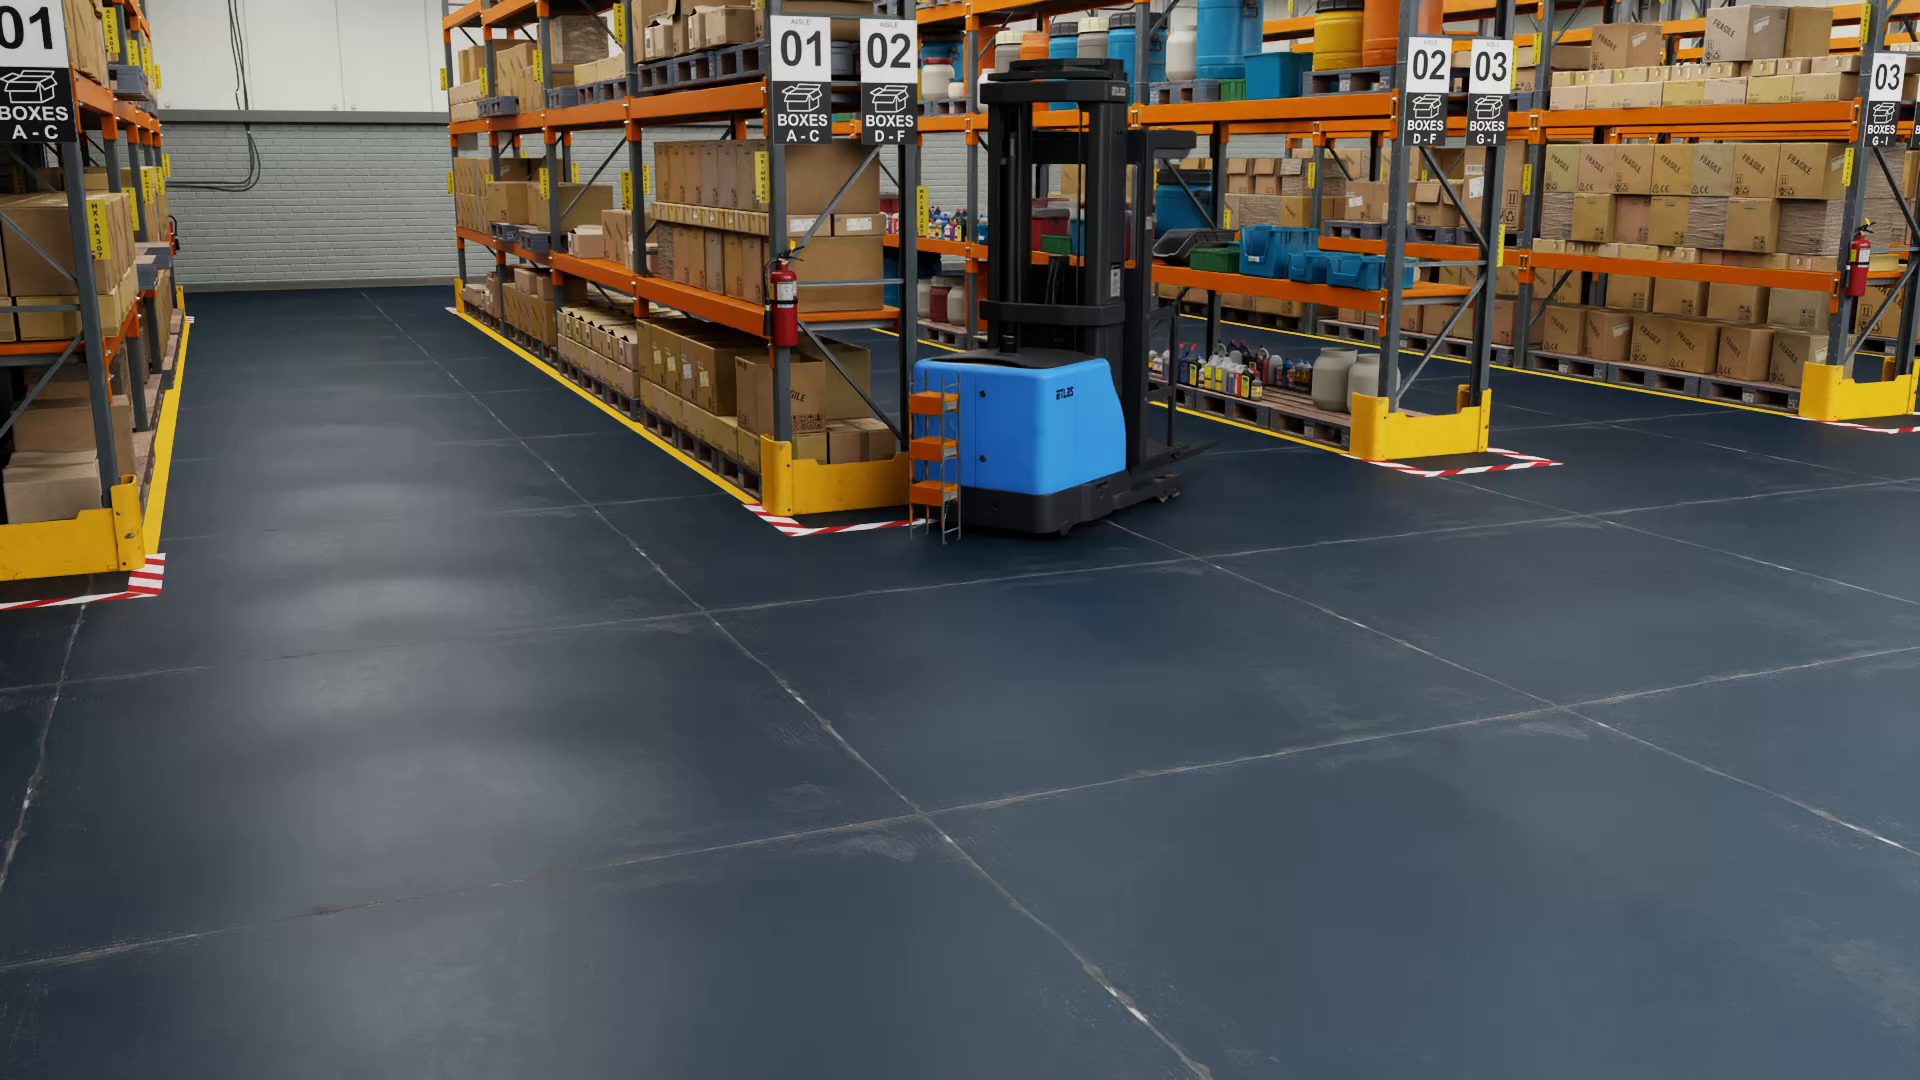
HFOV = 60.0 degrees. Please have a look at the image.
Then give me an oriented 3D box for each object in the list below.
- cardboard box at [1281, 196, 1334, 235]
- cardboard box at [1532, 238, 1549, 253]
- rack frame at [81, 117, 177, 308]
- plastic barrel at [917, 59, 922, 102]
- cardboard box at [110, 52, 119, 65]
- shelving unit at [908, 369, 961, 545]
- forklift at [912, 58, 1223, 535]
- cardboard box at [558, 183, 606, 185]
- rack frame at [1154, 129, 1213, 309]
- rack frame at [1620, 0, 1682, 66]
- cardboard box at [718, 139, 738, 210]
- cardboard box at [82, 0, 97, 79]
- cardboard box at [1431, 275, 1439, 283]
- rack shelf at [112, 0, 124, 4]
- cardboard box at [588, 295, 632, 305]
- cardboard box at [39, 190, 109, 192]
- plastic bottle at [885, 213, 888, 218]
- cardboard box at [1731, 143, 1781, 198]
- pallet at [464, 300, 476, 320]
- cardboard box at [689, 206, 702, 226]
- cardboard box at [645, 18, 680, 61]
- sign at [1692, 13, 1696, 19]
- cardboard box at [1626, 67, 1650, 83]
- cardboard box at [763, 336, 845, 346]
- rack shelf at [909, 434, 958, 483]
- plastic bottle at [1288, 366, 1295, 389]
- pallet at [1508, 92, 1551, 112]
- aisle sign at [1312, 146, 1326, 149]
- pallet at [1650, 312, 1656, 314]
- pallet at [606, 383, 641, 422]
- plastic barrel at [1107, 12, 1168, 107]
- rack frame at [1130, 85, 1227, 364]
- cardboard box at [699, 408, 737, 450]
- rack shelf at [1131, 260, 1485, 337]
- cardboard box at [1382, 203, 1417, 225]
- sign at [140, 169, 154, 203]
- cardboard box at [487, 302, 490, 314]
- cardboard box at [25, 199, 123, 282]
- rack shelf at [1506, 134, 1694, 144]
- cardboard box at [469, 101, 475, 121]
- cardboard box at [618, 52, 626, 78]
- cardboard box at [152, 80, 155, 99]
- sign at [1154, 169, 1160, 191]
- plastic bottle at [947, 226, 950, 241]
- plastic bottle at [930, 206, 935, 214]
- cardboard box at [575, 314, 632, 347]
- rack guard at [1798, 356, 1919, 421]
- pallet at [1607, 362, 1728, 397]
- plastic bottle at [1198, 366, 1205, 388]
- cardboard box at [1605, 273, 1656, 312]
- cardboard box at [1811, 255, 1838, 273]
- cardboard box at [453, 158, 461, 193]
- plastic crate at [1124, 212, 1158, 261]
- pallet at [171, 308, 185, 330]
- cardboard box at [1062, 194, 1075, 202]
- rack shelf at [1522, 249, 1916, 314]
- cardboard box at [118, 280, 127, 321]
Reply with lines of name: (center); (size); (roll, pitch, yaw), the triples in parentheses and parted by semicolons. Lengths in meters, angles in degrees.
cardboard box: (4.680, -4.383, 22.431); (0.500, 0.500, 0.500); (-5, 14, -21)
cardboard box: (6.518, -3.234, 18.247); (0.380, 0.149, 0.250); (-6, 14, -23)
rack frame: (-11.715, -4.565, 23.441); (1.000, 3.000, 0.127); (-6, 14, -23)
plastic barrel: (-0.484, -6.221, 22.594); (0.600, 0.588, 0.600); (0, 13, 0)
cardboard box: (-9.579, -5.162, 18.171); (0.700, 0.500, 0.500); (-6, 14, -24)
shelving unit: (-0.156, -0.517, 10.275); (0.252, 1.050, 0.215); (8, 15, 32)
forklift: (0.912, -1.739, 11.384); (1.130, 2.935, 3.031); (8, 15, 32)
cardboard box: (-4.520, -3.940, 19.587); (0.700, 0.500, 0.500); (-3, 13, -12)
rack frame: (3.503, -5.081, 25.669); (1.000, 3.000, 0.127); (-6, 14, -23)
rack frame: (9.690, -7.604, 23.268); (1.000, 3.000, 0.127); (-6, 14, -23)
cardboard box: (-1.384, -2.709, 12.323); (0.700, 0.500, 0.500); (-6, 14, -23)
cardboard box: (-5.605, -3.092, 10.158); (0.500, 0.500, 0.500); (-5, 14, -20)
cardboard box: (8.236, -4.428, 28.239); (0.380, 0.149, 0.250); (-6, 14, -25)
rack shelf: (-7.710, -4.876, 13.964); (1.077, 0.370, 4.000); (-6, 14, -23)
cardboard box: (-4.109, -2.584, 19.451); (0.500, 0.500, 0.500); (-6, 14, -25)
cardboard box: (-8.065, -2.966, 15.335); (0.700, 0.500, 0.500); (-7, 15, -28)
plastic bottle: (-1.031, -4.339, 22.748); (0.097, 0.271, 0.097); (0, 13, 0)
cardboard box: (7.657, -3.476, 15.638); (0.500, 0.500, 0.500); (-6, 14, -23)
pallet: (-6.827, -3.474, 24.913); (1.003, 0.211, 1.213); (-6, 14, -23)
cardboard box: (-1.921, -2.560, 13.117); (0.380, 0.149, 0.250); (-6, 14, -25)
cardboard box: (-2.195, -3.985, 13.240); (0.500, 0.311, 0.500); (-6, 15, -26)
sign: (15.030, -10.619, 34.046); (0.100, 0.325, 0.005); (-6, 14, -23)
cardboard box: (6.978, -4.699, 16.816); (0.380, 0.149, 0.250); (-6, 14, -24)
cardboard box: (-1.194, -1.274, 12.725); (0.500, 0.500, 0.500); (-6, 14, -23)
rack shelf: (-0.156, -0.507, 10.277); (0.240, 0.259, 0.215); (8, 15, 32)
plastic bottle: (3.114, -1.520, 15.514); (0.097, 0.201, 0.097); (0, 13, 0)
pallet: (6.558, -4.935, 18.804); (1.213, 0.211, 1.003); (-6, 14, -23)
aisle sign: (6.731, -7.643, 30.975); (0.394, 0.787, 0.004); (-6, 14, -23)
pallet: (9.937, -3.153, 23.525); (1.003, 0.211, 1.213); (-6, 14, -23)
pallet: (-2.702, -1.324, 15.622); (1.003, 0.211, 1.213); (-6, 14, -23)
plastic barrel: (1.766, -4.772, 16.570); (0.600, 0.901, 0.708); (-6, 14, -23)
rack frame: (2.169, -2.980, 16.595); (1.000, 3.000, 0.127); (-6, 14, -23)
cardboard box: (-1.668, -0.862, 12.608); (0.500, 0.250, 0.500); (-6, 14, -23)
rack shelf: (2.970, -2.217, 14.891); (1.077, 0.370, 4.000); (-6, 14, -23)
cardboard box: (5.566, -4.019, 20.482); (0.500, 0.250, 0.500); (-6, 14, -25)
sign: (-8.017, -3.489, 16.398); (0.100, 0.325, 0.005); (-6, 14, -23)
cardboard box: (-6.269, -3.176, 22.788); (0.380, 0.149, 0.250); (-6, 14, -23)
cardboard box: (-5.612, -1.897, 10.540); (0.500, 0.500, 0.500); (-6, 14, -25)
rack shelf: (11.782, -7.500, 31.065); (1.077, 0.370, 4.000); (-6, 14, -23)
cardboard box: (-6.413, -5.858, 22.709); (0.500, 0.250, 0.500); (-6, 14, -23)
cardboard box: (-2.832, -4.368, 15.340); (0.500, 0.250, 0.500); (-7, 15, -28)
cardboard box: (-10.969, -5.972, 22.047); (0.500, 0.250, 0.500); (-6, 14, -25)
sign: (2.995, -5.491, 25.345); (0.100, 0.325, 0.005); (-6, 14, -23)
plastic bottle: (-0.108, -3.828, 20.699); (0.097, 0.201, 0.097); (0, 13, 0)
plastic bottle: (-0.368, -4.449, 23.049); (0.144, 0.351, 0.185); (-6, 14, -23)
cardboard box: (-3.612, -2.150, 16.932); (0.500, 0.311, 0.500); (-6, 14, -24)
rack guard: (8.279, -1.399, 15.307); (1.175, 0.500, 0.348); (-6, 14, -23)
pallet: (7.501, -1.681, 17.166); (1.003, 0.211, 1.213); (-6, 14, -23)
plastic bottle: (2.280, -1.528, 15.548); (0.097, 0.201, 0.097); (0, 13, 0)
cardboard box: (9.852, -3.656, 23.572); (1.050, 0.750, 0.750); (-6, 14, -24)
cardboard box: (8.006, -2.519, 15.160); (0.380, 0.149, 0.250); (-6, 14, -23)
cardboard box: (-7.242, -5.433, 24.754); (0.500, 0.500, 0.500); (-5, 14, -21)
plastic crate: (1.695, -3.084, 16.901); (0.402, 0.464, 0.583); (-6, 14, -23)
pallet: (-11.323, -3.048, 23.072); (1.003, 0.211, 1.213); (-6, 14, -23)
cardboard box: (2.059, -5.749, 28.228); (0.500, 0.250, 0.500); (-6, 14, -24)
rack shelf: (7.508, -2.664, 16.824); (1.077, 0.370, 4.000); (-6, 14, -23)
cardboard box: (-5.630, -1.537, 10.647); (0.500, 0.250, 0.500); (-6, 14, -24)
